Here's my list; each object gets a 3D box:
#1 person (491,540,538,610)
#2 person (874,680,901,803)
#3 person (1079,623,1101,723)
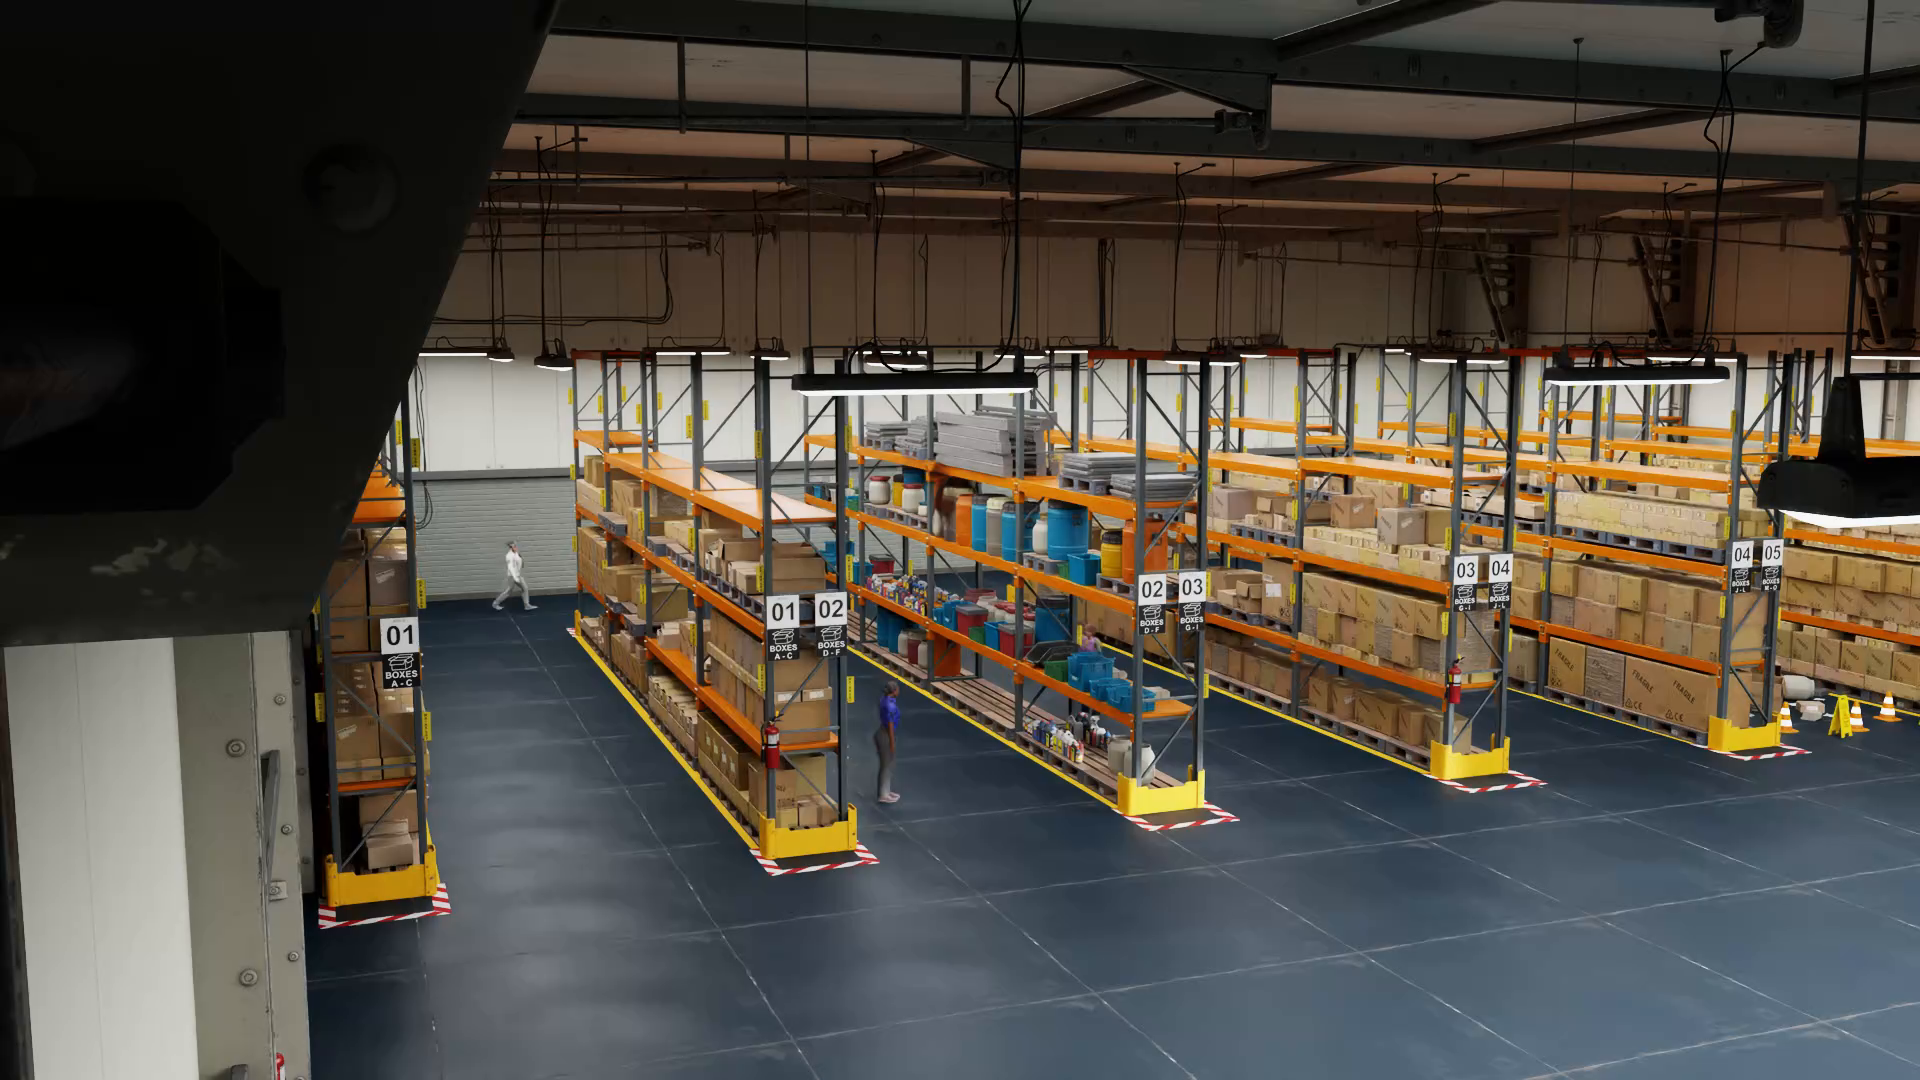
[{"bbox_3d":[-10.181,0.807,37.907,1.002,1.626,0.572,-1,7,-4],"label":"person"},{"bbox_3d":[-0.975,2.722,22.528,0.358,1.657,0.470,-2,7,-16],"label":"person"},{"bbox_3d":[2.100,2.152,27.176,0.446,1.614,0.360,7,10,44],"label":"person"}]
